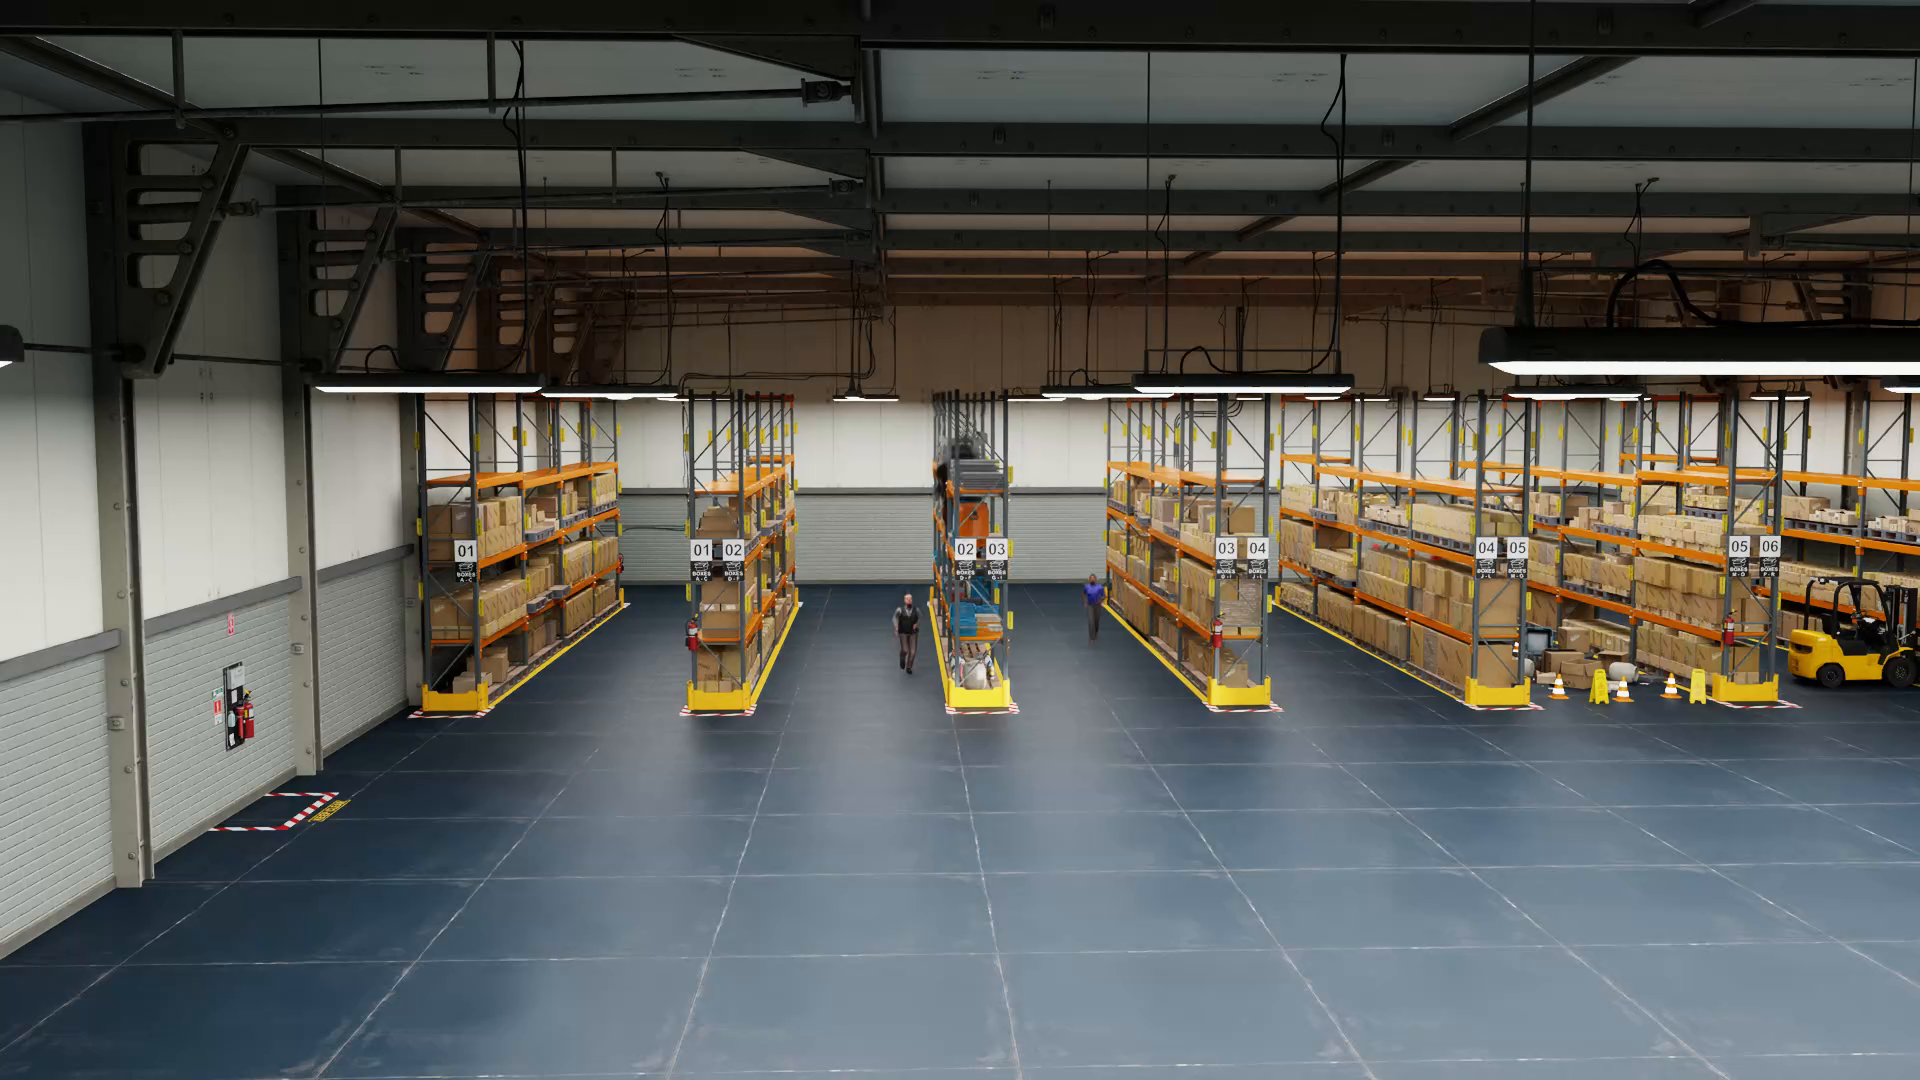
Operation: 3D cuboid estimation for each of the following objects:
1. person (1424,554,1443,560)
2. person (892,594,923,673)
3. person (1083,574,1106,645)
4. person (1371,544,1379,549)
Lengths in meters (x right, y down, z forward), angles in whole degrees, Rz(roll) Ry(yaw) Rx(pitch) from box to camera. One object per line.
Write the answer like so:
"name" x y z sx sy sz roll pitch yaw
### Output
"person" 14.040 0.854 49.351 0.623 1.763 0.669 1 5 16
"person" -1.096 2.003 35.328 0.649 1.682 0.564 -1 5 -10
"person" 3.217 1.640 39.796 0.573 1.638 0.859 1 5 7
"person" 11.637 1.029 46.595 0.645 1.848 0.790 -2 5 -26
